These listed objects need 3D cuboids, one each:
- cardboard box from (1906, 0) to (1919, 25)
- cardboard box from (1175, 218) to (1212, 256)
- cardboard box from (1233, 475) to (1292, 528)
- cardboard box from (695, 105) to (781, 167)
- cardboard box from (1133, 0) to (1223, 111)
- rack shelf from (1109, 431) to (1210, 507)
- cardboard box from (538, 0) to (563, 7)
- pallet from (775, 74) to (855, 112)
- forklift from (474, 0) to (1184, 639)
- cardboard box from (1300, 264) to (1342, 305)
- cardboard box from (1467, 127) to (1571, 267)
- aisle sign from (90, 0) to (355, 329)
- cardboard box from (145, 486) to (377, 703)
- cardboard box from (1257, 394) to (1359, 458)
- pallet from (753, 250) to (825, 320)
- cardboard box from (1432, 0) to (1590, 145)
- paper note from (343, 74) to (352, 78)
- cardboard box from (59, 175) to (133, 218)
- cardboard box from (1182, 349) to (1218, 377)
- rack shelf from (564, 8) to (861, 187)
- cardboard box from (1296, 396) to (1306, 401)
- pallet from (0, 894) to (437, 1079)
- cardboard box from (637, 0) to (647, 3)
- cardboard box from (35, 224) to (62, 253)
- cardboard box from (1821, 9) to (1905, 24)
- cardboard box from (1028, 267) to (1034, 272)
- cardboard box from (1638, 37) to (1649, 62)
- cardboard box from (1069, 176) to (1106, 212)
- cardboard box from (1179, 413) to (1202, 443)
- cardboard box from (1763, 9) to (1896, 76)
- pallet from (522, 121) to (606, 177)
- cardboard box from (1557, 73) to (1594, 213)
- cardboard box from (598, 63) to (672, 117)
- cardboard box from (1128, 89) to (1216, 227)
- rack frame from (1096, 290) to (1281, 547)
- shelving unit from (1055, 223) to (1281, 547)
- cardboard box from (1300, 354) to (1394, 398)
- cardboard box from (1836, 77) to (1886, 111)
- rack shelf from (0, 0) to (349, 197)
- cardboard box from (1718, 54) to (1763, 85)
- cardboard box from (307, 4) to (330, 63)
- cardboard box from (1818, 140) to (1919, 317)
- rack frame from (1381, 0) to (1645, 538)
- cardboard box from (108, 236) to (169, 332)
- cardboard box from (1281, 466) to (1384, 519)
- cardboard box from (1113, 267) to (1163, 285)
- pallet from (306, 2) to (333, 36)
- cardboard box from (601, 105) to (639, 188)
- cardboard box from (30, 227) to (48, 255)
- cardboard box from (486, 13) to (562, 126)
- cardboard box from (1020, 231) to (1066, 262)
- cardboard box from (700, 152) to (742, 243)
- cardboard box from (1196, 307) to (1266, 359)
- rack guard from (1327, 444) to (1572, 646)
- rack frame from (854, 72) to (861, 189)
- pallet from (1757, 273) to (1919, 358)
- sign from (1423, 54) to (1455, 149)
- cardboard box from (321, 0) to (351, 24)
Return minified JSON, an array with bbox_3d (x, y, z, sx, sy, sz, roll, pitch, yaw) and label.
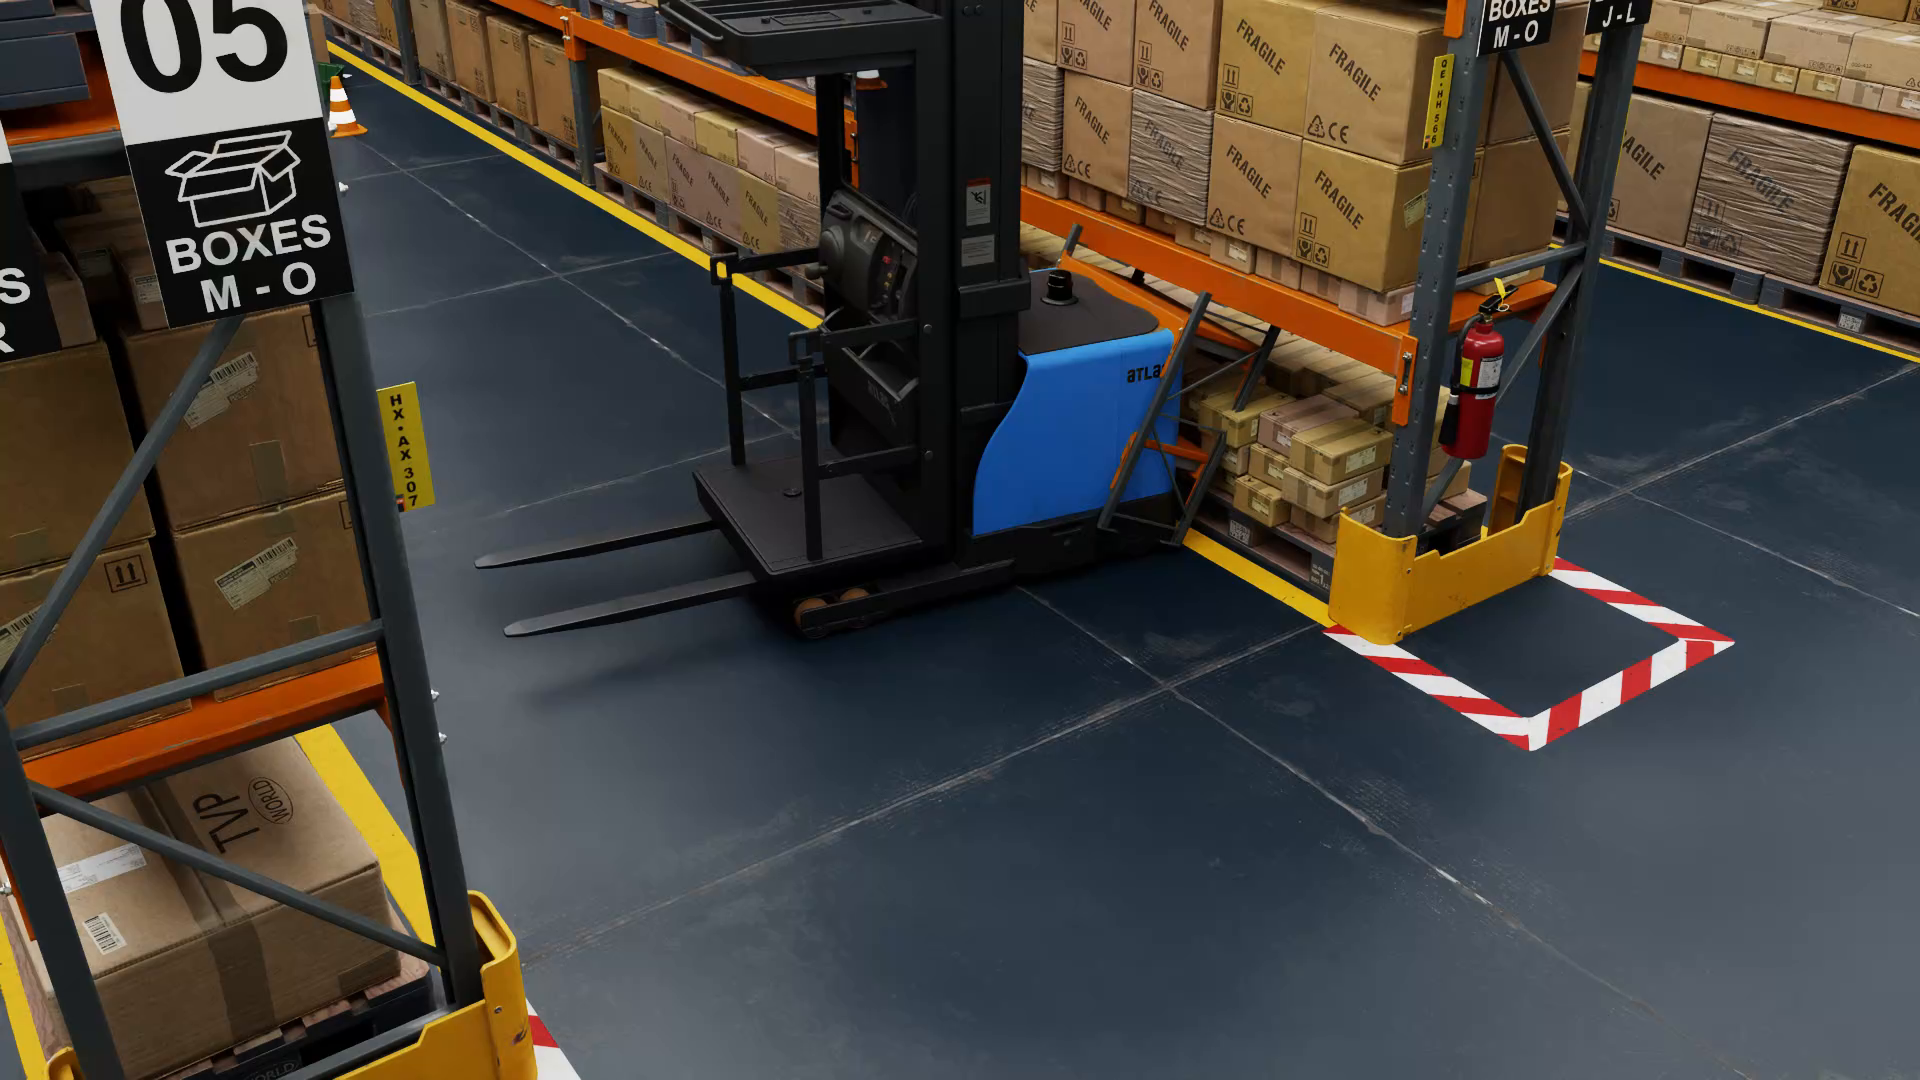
[{"bbox_3d":[5.926,-3.248,9.647,0.500,0.500,0.500,-20,34,-32],"label":"cardboard box"},{"bbox_3d":[1.189,-1.406,7.459,0.380,0.149,0.250,-20,35,-33],"label":"cardboard box"},{"bbox_3d":[1.468,-0.215,7.550,0.380,0.149,0.250,-18,33,-29],"label":"cardboard box"},{"bbox_3d":[-1.388,-2.659,10.897,0.500,0.250,0.500,-20,35,-33],"label":"cardboard box"},{"bbox_3d":[1.104,-2.184,7.164,0.500,0.500,0.500,-17,33,-28],"label":"cardboard box"},{"bbox_3d":[0.679,-0.513,7.787,0.538,0.278,1.000,12,19,-36],"label":"rack shelf"},{"bbox_3d":[-2.945,-4.319,12.455,0.500,0.500,0.500,-19,34,-31],"label":"cardboard box"},{"bbox_3d":[-0.470,-2.872,10.097,1.003,0.211,1.213,-19,34,-31],"label":"pallet"},{"bbox_3d":[-0.568,-1.161,6.817,3.031,2.935,1.130,-13,31,-22],"label":"forklift"},{"bbox_3d":[1.642,-1.109,6.913,0.380,0.149,0.250,-19,34,-31],"label":"cardboard box"},{"bbox_3d":[2.140,-1.490,6.934,0.500,0.500,0.500,-17,33,-28],"label":"cardboard box"},{"bbox_3d":[-1.520,-0.849,3.447,0.394,0.787,0.004,-19,34,-31],"label":"aisle sign"},{"bbox_3d":[-1.843,0.035,4.437,0.500,0.500,0.500,-19,34,-31],"label":"cardboard box"},{"bbox_3d":[1.563,-0.507,7.464,0.380,0.149,0.250,-18,33,-30],"label":"cardboard box"},{"bbox_3d":[-0.598,-1.696,10.652,1.003,0.211,1.213,-19,34,-31],"label":"pallet"},{"bbox_3d":[2.131,-1.926,6.690,0.500,0.500,0.500,-19,34,-31],"label":"cardboard box"},{"bbox_3d":[-5.913,-4.435,15.884,0.142,0.020,0.147,7,29,13],"label":"paper note"},{"bbox_3d":[-2.213,-0.950,4.524,0.380,0.149,0.250,-20,34,-32],"label":"cardboard box"},{"bbox_3d":[1.009,-0.779,7.966,0.380,0.149,0.250,-17,33,-29],"label":"cardboard box"},{"bbox_3d":[-1.305,-3.081,11.033,1.077,0.370,4.000,-19,34,-31],"label":"rack shelf"},{"bbox_3d":[1.754,-0.594,7.936,0.380,0.149,0.250,-18,33,-30],"label":"cardboard box"},{"bbox_3d":[-2.326,1.282,5.169,1.003,0.211,1.213,-19,34,-31],"label":"pallet"},{"bbox_3d":[-2.058,-3.809,11.445,0.380,0.149,0.250,-17,33,-28],"label":"cardboard box"},{"bbox_3d":[-2.150,-0.602,4.563,0.500,0.500,0.500,-20,34,-32],"label":"cardboard box"},{"bbox_3d":[5.620,-3.121,10.199,0.500,0.250,0.500,-20,34,-32],"label":"cardboard box"},{"bbox_3d":[0.184,-1.413,9.132,0.380,0.149,0.250,-19,34,-31],"label":"cardboard box"},{"bbox_3d":[4.463,-3.230,10.818,0.380,0.149,0.250,-19,34,-31],"label":"cardboard box"},{"bbox_3d":[0.750,-1.718,8.034,0.380,0.149,0.250,-17,33,-29],"label":"cardboard box"},{"bbox_3d":[1.262,-0.587,7.924,0.380,0.149,0.250,-19,34,-31],"label":"cardboard box"},{"bbox_3d":[5.188,-2.973,9.926,0.500,0.250,0.500,-20,34,-32],"label":"cardboard box"},{"bbox_3d":[-2.861,-3.276,13.561,1.003,0.211,1.213,-19,34,-31],"label":"pallet"},{"bbox_3d":[4.272,-2.925,11.779,0.875,0.875,0.875,-19,34,-31],"label":"cardboard box"},{"bbox_3d":[-2.262,-3.255,11.993,0.500,0.250,0.500,-20,35,-33],"label":"cardboard box"},{"bbox_3d":[1.108,-1.738,7.391,0.500,0.500,0.500,-19,34,-30],"label":"cardboard box"},{"bbox_3d":[1.016,-0.514,7.334,0.500,1.125,0.032,12,19,-36],"label":"rack frame"},{"bbox_3d":[0.771,-0.730,7.724,0.538,1.125,1.048,12,19,-36],"label":"shelving unit"},{"bbox_3d":[1.848,-0.762,7.935,0.380,0.149,0.250,-19,34,-31],"label":"cardboard box"},{"bbox_3d":[5.358,-2.631,9.715,0.380,0.149,0.250,-18,33,-30],"label":"cardboard box"},{"bbox_3d":[-2.958,-1.434,4.858,1.077,0.370,4.000,-19,34,-31],"label":"rack shelf"},{"bbox_3d":[4.913,-2.929,10.264,0.380,0.149,0.250,-18,33,-30],"label":"cardboard box"},{"bbox_3d":[-6.522,-4.951,16.340,0.500,0.500,0.500,-13,31,-22],"label":"cardboard box"},{"bbox_3d":[5.838,-1.875,9.847,0.875,0.875,0.875,-19,34,-31],"label":"cardboard box"},{"bbox_3d":[2.175,-1.064,6.566,1.000,3.000,0.127,-19,34,-31],"label":"rack frame"},{"bbox_3d":[-1.779,-0.638,3.949,0.380,0.149,0.250,-18,33,-30],"label":"cardboard box"},{"bbox_3d":[1.637,-0.253,7.308,0.380,0.149,0.250,-20,34,-32],"label":"cardboard box"},{"bbox_3d":[0.923,-1.361,9.036,0.380,0.149,0.250,-21,35,-33],"label":"cardboard box"},{"bbox_3d":[-6.578,-5.770,18.153,1.003,0.211,1.213,-19,34,-31],"label":"pallet"},{"bbox_3d":[-2.263,-2.915,12.153,0.500,0.500,0.500,-20,35,-33],"label":"cardboard box"},{"bbox_3d":[-2.336,-0.599,3.878,0.380,0.149,0.250,-18,33,-30],"label":"cardboard box"},{"bbox_3d":[-3.255,-3.971,13.836,1.050,0.750,0.750,-18,33,-30],"label":"cardboard box"},{"bbox_3d":[0.454,-1.658,9.583,0.380,0.149,0.250,-18,33,-30],"label":"cardboard box"},{"bbox_3d":[-1.371,-2.323,11.064,0.500,0.500,0.500,-20,34,-32],"label":"cardboard box"},{"bbox_3d":[1.369,-1.061,8.485,0.380,0.149,0.250,-18,33,-30],"label":"cardboard box"},{"bbox_3d":[2.131,0.005,7.217,1.175,0.500,0.348,-19,34,-31],"label":"rack guard"},{"bbox_3d":[-0.145,-2.619,9.430,1.000,3.000,0.127,-19,34,-31],"label":"rack frame"},{"bbox_3d":[5.747,-1.462,10.220,1.003,0.211,1.213,-19,34,-31],"label":"pallet"},{"bbox_3d":[1.712,-1.566,5.946,0.100,0.325,0.005,-19,34,-31],"label":"sign"},{"bbox_3d":[-6.146,-5.948,17.346,0.875,0.875,0.875,-19,34,-31],"label":"cardboard box"}]
